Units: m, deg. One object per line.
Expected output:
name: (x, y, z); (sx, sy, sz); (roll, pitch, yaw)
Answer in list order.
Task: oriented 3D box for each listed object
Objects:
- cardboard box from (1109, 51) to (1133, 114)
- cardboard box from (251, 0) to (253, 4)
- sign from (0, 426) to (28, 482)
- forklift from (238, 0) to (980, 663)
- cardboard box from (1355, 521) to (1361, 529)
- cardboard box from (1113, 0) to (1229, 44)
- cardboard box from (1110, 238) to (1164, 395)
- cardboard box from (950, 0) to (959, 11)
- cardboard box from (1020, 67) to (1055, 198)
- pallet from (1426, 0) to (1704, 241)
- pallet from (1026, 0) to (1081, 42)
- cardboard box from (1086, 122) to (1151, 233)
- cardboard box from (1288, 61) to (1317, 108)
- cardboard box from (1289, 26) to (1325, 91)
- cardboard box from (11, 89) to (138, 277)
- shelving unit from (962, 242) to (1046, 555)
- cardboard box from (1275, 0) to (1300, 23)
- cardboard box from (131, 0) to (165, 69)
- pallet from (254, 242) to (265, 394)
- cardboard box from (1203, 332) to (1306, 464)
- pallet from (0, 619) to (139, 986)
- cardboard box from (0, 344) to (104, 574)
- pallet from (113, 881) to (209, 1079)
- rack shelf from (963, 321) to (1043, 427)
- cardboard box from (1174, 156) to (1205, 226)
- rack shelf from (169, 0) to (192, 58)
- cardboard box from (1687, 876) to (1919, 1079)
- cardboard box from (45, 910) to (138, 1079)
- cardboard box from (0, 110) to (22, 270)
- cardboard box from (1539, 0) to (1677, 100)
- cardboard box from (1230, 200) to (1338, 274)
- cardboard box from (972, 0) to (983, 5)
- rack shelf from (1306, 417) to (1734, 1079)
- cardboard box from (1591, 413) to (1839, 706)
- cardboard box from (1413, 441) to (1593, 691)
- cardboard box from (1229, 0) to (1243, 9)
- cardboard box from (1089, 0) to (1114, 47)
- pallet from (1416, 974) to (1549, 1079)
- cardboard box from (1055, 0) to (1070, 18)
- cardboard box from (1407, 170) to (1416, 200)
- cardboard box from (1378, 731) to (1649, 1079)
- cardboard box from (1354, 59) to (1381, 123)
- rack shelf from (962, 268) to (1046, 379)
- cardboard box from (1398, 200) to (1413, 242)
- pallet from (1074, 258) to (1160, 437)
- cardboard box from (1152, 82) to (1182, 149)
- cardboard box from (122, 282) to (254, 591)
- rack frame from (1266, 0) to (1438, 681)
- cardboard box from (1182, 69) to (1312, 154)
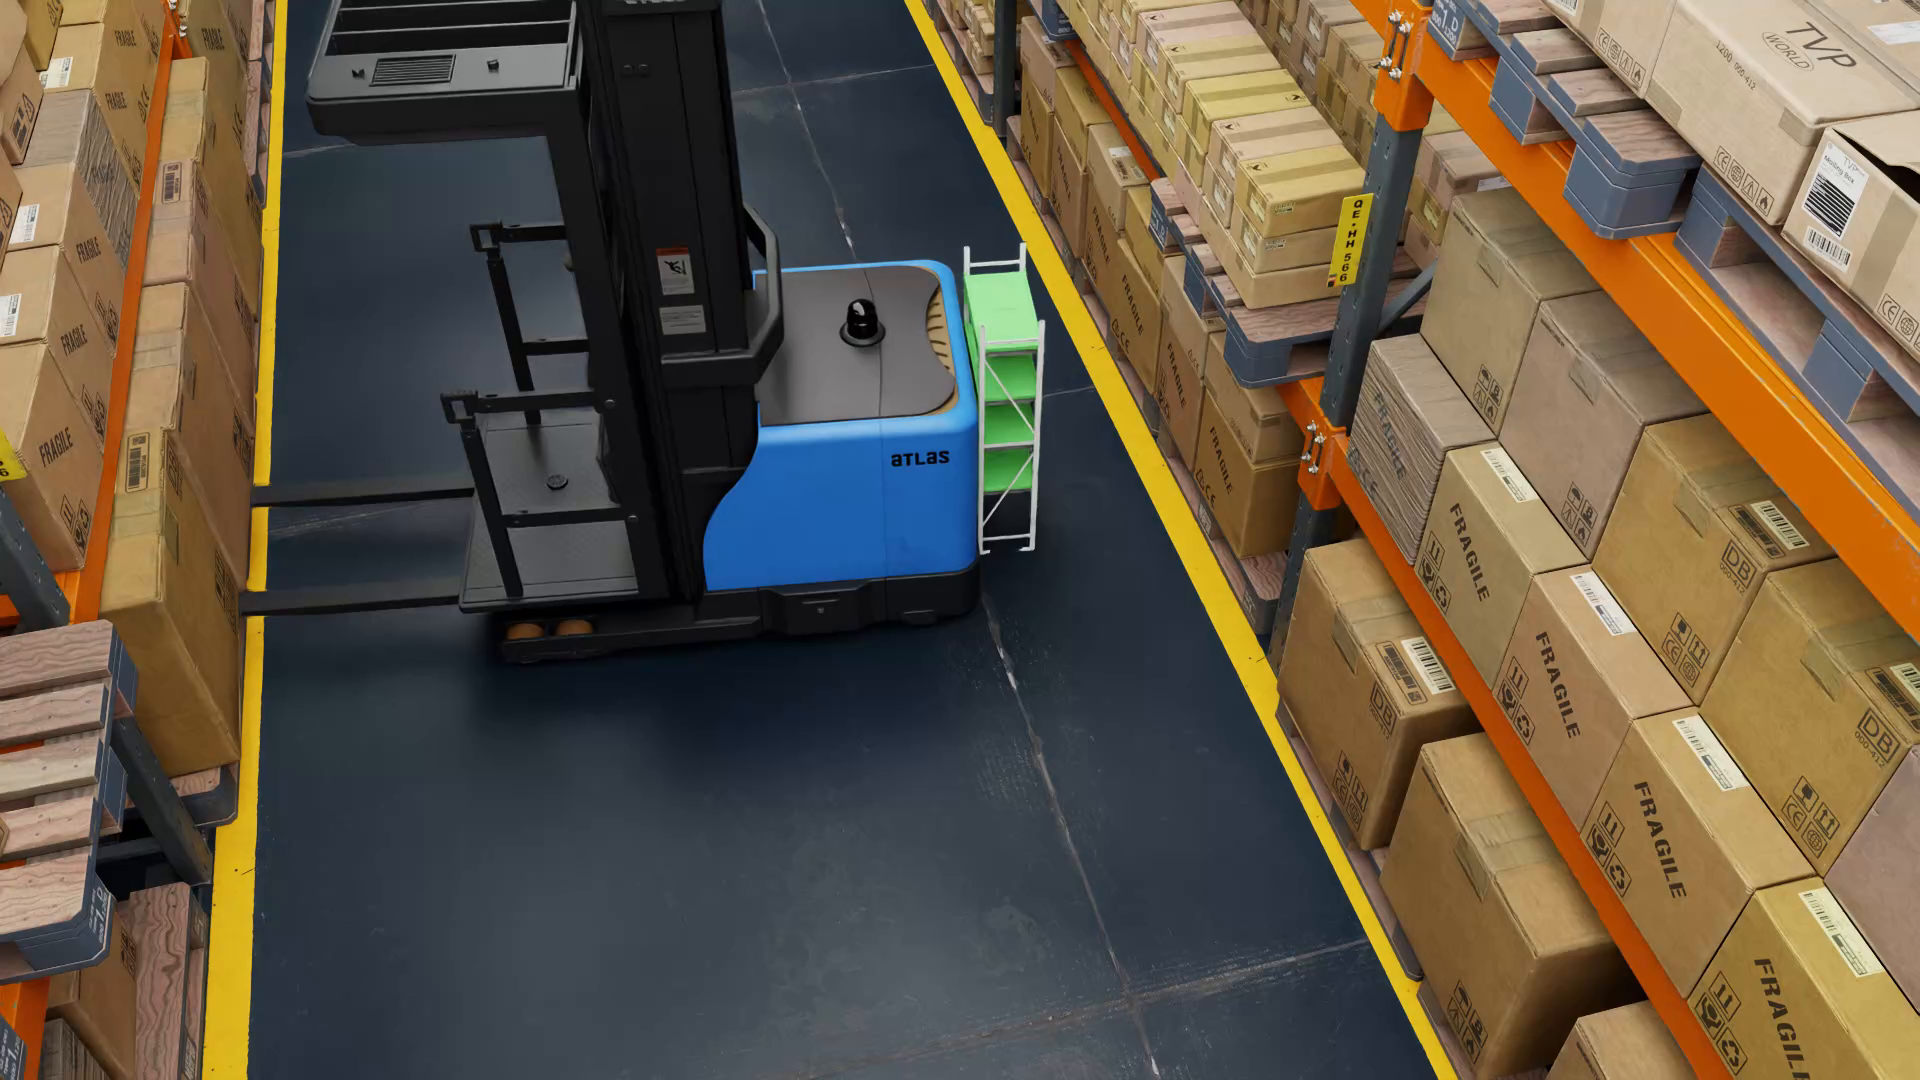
cardboard box: (0.810, -1.834, 6.580); (0.380, 0.149, 0.250); (-9, 46, -9)
cardboard box: (-4.691, -3.666, 9.687); (0.875, 0.875, 0.875); (-11, 47, -10)
sign: (-2.595, -0.278, 4.418); (0.100, 0.325, 0.005); (-11, 47, -10)
forklift: (-1.473, -0.942, 5.872); (3.031, 2.935, 1.130); (-4, 46, -4)
cardboard box: (1.769, -0.439, 6.787); (0.500, 0.500, 0.500); (-13, 47, -12)
cardboard box: (0.806, -2.047, 6.372); (0.380, 0.149, 0.250); (-9, 46, -8)
cardboard box: (1.002, -1.032, 7.368); (0.500, 0.500, 0.500); (-13, 47, -12)
cardboard box: (0.125, -3.172, 9.503); (0.380, 0.149, 0.250); (-12, 47, -12)
cardboard box: (0.613, -2.107, 8.421); (0.500, 0.500, 0.500); (-9, 46, -9)
pallet: (1.920, -1.181, 4.090); (1.213, 0.211, 1.003); (-9, 46, -8)
pallet: (0.735, -2.772, 7.751); (1.003, 0.211, 1.213); (-11, 47, -10)
cardboard box: (0.879, -1.649, 7.448); (0.500, 0.250, 0.500); (-9, 46, -9)
cardboard box: (1.505, -1.777, 6.524); (0.380, 0.149, 0.250); (-9, 46, -9)
cardboard box: (1.503, -1.882, 6.419); (0.380, 0.149, 0.250); (-11, 47, -10)
cardboard box: (-3.373, -1.269, 6.074); (0.500, 0.500, 0.500); (-11, 47, -10)
shelving unit: (0.164, -0.546, 6.696); (0.258, 1.200, 0.503); (-5, 46, -5)
cardboard box: (1.435, -2.161, 6.483); (0.380, 0.149, 0.250); (-9, 46, -9)
cardboard box: (-3.757, -2.318, 7.102); (0.500, 0.500, 0.500); (-11, 47, -10)
pallet: (-3.870, -1.061, 7.893); (1.003, 0.211, 1.213); (-11, 47, -10)
cardboard box: (1.275, -0.591, 6.410); (0.500, 0.250, 0.500); (-12, 47, -11)
pallet: (-2.831, 0.745, 4.305); (1.213, 0.211, 1.003); (-11, 47, -10)
cardboard box: (-2.978, -0.215, 5.041); (0.500, 0.500, 0.500); (-9, 46, -9)
pallet: (-2.918, 1.721, 5.166); (1.003, 0.211, 1.213); (-11, 47, -10)
rack shelf: (0.164, -0.670, 6.570); (0.258, 0.148, 0.480); (-5, 46, -5)
cardboard box: (1.005, -1.297, 6.053); (0.380, 0.149, 0.250); (-10, 46, -10)
rack shelf: (-4.653, -3.685, 9.016); (1.077, 0.370, 4.000); (-11, 47, -10)
cardboard box: (2.077, 1.086, 3.766); (0.500, 0.500, 0.500); (-10, 46, -10)
cardboard box: (-2.926, 1.385, 4.985); (0.700, 0.500, 0.500); (-13, 47, -12)
cardboard box: (-3.452, -1.139, 5.244); (0.797, 0.503, 0.637); (-10, 46, -9)
cardboard box: (1.676, -1.292, 3.765); (0.500, 0.311, 0.500); (-11, 47, -10)
cardboard box: (1.137, -1.053, 5.606); (0.380, 0.149, 0.250); (-10, 46, -9)
cardboard box: (0.233, -3.118, 9.242); (0.380, 0.149, 0.250); (-10, 46, -10)
rack shelf: (2.216, 1.001, 4.423); (1.077, 0.370, 4.000); (-11, 47, -10)
cardboard box: (2.073, -0.002, 4.133); (0.700, 0.500, 0.500); (-11, 47, -11)
cardboard box: (1.691, 0.043, 4.788); (0.500, 0.500, 0.500); (-11, 47, -11)
cardboard box: (1.309, -2.316, 7.052); (0.380, 0.149, 0.250); (-9, 46, -9)
cardboard box: (0.738, -2.121, 6.653); (0.380, 0.149, 0.250); (-12, 47, -11)
pallet: (2.142, 1.743, 5.145); (1.003, 0.211, 1.213); (-11, 47, -10)
cardboard box: (0.602, -2.384, 7.118); (0.380, 0.149, 0.250); (-13, 47, -12)
cardboard box: (1.703, -1.352, 5.899); (0.380, 0.149, 0.250); (-9, 46, -8)
cardboard box: (2.000, 1.049, 5.154); (1.050, 0.750, 0.750); (-10, 46, -10)
cardboard box: (1.643, -1.609, 5.942); (0.380, 0.149, 0.250); (-11, 47, -11)
rack shelf: (0.164, -0.838, 6.399); (0.258, 0.148, 0.480); (-5, 46, -5)
cardboard box: (1.716, -1.222, 5.980); (0.380, 0.149, 0.250); (-9, 46, -8)
pallet: (1.196, -1.036, 7.868); (1.003, 0.211, 1.213); (-11, 47, -10)
cardboard box: (0.934, -1.591, 6.133); (0.380, 0.149, 0.250); (-11, 47, -10)
cardboard box: (-3.494, -0.295, 6.383); (1.225, 0.875, 0.875); (-11, 47, -10)
rack frame: (1.704, -0.632, 5.520); (1.000, 3.000, 0.127); (-11, 47, -10)
cardboard box: (1.006, -1.508, 5.844); (0.380, 0.149, 0.250); (-9, 46, -9)
